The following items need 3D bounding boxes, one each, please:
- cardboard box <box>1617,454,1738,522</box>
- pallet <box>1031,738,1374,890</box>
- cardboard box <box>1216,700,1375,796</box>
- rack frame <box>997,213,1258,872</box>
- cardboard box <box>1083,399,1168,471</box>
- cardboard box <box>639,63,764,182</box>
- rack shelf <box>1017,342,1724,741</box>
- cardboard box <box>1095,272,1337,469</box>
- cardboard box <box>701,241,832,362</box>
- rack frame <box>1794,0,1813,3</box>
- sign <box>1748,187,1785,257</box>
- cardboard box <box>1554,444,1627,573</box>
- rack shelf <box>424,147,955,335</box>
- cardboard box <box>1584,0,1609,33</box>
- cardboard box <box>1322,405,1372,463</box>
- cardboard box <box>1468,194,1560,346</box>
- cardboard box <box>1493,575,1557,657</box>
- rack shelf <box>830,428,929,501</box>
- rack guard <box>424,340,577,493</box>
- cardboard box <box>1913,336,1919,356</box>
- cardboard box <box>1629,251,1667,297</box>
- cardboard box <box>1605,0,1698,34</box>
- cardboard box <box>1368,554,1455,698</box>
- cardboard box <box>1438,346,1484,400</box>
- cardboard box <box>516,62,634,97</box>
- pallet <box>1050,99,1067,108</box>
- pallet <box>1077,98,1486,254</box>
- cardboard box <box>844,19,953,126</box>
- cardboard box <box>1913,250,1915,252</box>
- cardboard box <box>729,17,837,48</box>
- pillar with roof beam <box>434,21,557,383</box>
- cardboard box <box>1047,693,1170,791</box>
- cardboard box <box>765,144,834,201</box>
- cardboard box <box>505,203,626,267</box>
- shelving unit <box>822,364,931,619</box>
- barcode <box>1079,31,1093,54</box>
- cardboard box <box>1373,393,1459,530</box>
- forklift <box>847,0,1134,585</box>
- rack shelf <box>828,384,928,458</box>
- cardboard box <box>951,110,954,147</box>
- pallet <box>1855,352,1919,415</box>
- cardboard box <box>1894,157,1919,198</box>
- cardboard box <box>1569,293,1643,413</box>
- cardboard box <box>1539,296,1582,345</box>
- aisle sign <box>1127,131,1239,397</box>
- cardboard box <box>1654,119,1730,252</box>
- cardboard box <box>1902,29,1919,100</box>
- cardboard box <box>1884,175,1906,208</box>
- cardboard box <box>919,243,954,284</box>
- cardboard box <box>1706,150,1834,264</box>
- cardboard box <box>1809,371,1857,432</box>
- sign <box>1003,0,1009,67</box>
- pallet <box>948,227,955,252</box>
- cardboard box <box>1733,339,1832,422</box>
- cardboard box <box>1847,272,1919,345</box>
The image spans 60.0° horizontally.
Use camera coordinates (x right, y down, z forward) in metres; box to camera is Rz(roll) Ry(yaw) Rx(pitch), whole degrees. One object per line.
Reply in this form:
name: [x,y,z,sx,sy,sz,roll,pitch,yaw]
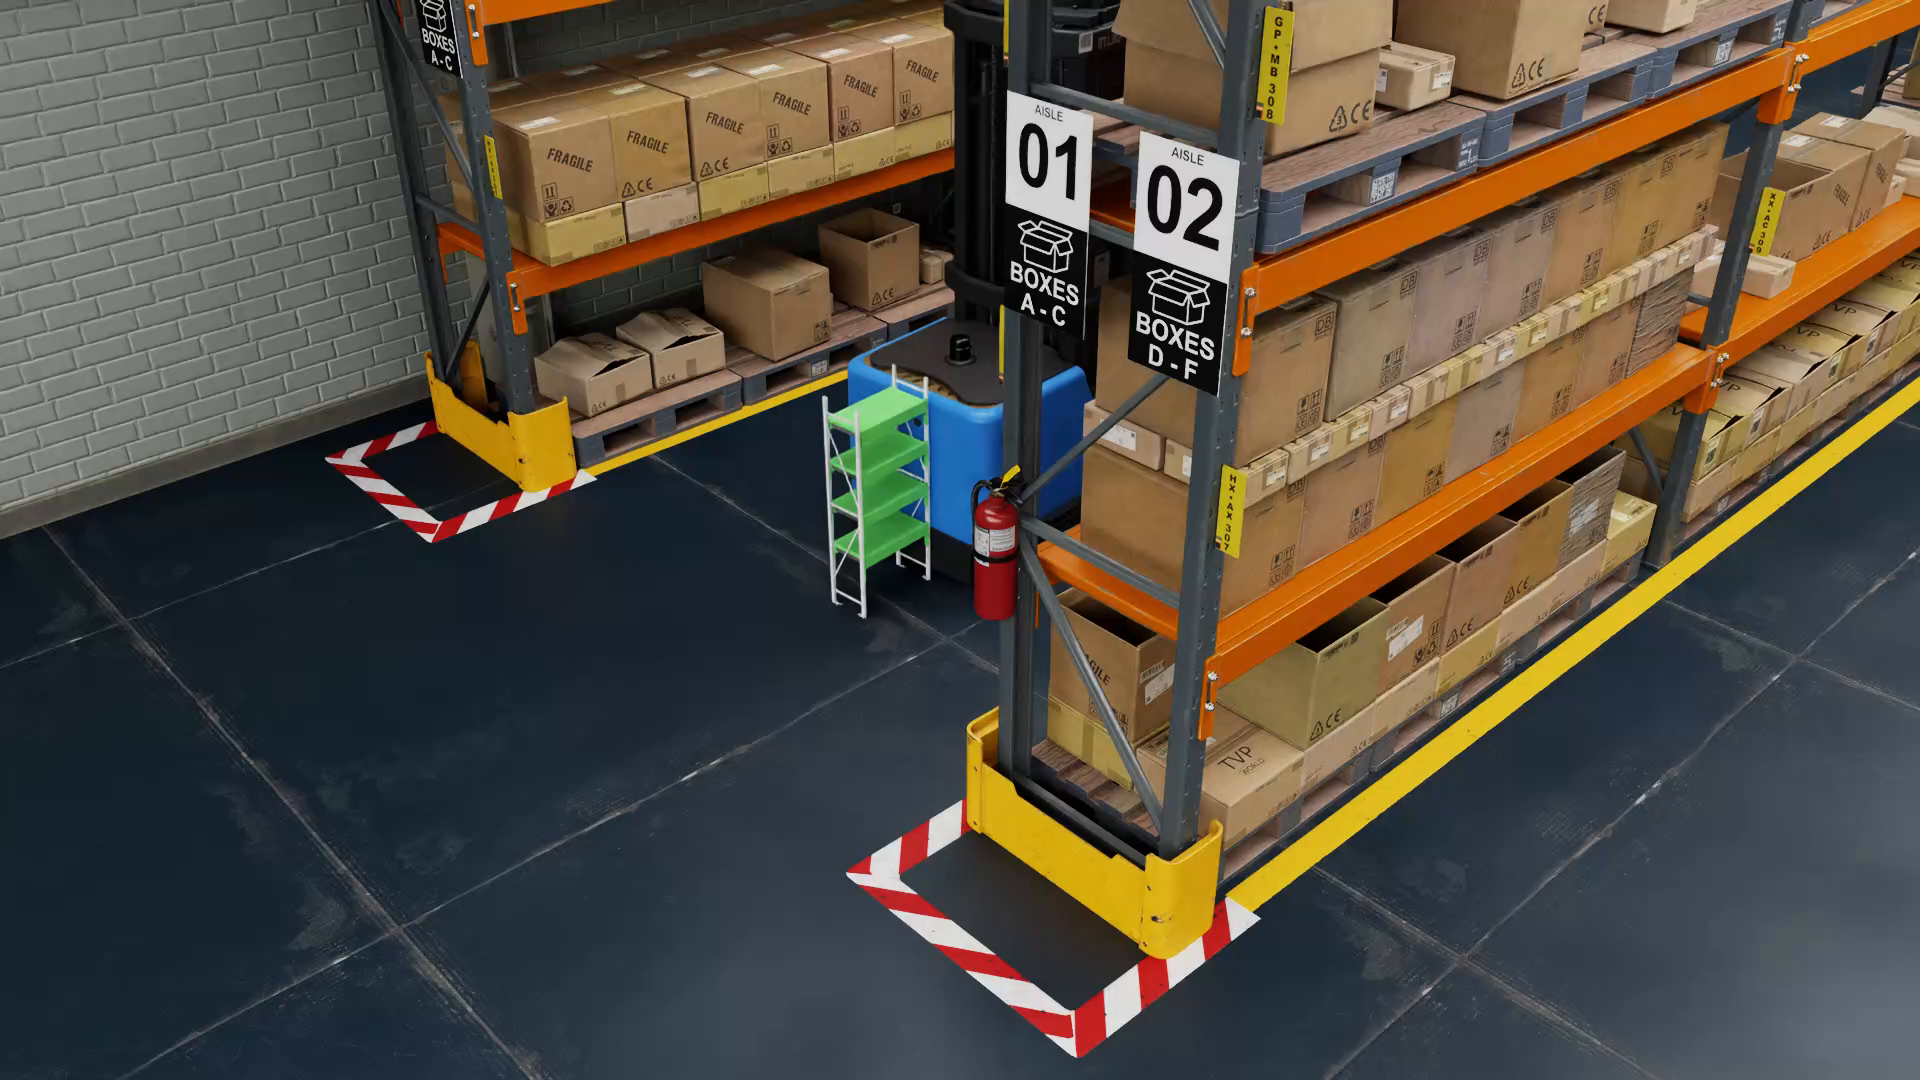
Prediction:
cardboard box: [3.940,-0.380,9.229,0.500,0.250,0.500,-27,40,-37]
pallet: [1.075,0.996,7.419,1.213,0.211,1.003,-26,40,-35]
cardboard box: [1.451,0.804,7.294,0.500,0.250,0.500,-26,40,-35]
rack frame: [0.543,0.094,6.222,0.127,3.000,1.000,-26,40,-35]
cardboard box: [0.693,-0.434,6.367,0.250,0.149,0.380,-27,40,-36]
cardboard box: [-1.521,-2.471,9.822,0.500,0.500,0.500,-27,41,-37]
rack shelf: [2.009,-0.309,7.570,4.000,0.370,1.077,-26,40,-35]
cardboard box: [0.933,-0.682,6.151,0.500,0.500,0.700,-26,40,-35]
cardboard box: [-1.270,-1.576,10.926,0.700,0.500,0.500,26,40,36]
rack frame: [3.476,-3.885,6.977,0.127,3.000,1.000,-26,40,-35]
sign: [3.854,-1.517,7.949,0.005,0.325,0.100,-26,40,-35]
cardboard box: [2.910,-0.230,8.266,0.500,0.500,0.500,-26,40,-35]
rack shelf: [-1.361,-2.203,10.666,4.000,0.370,1.077,-26,40,-35]
cardboard box: [2.183,-2.352,6.710,0.637,0.503,0.797,-21,37,-30]
cardboard box: [1.353,-0.465,6.418,0.250,0.149,0.380,-26,40,-35]
cardboard box: [2.051,-1.228,7.043,0.500,0.500,0.700,-26,40,-35]
cardboard box: [2.555,0.273,8.161,0.500,0.250,0.500,-26,40,-35]
rack shelf: [-0.414,-0.392,8.403,0.258,0.148,0.480,25,39,35]
rack guard: [-2.772,-0.761,10.015,0.348,0.500,1.175,-26,40,-35]
cardboard box: [6.189,-1.470,11.012,0.500,0.250,0.500,-25,39,-34]
cardboard box: [3.049,-1.285,7.759,0.250,0.149,0.380,-27,41,-37]
cardboard box: [2.777,-2.204,6.808,0.250,0.149,0.380,-26,40,-35]
cardboard box: [1.811,0.302,7.395,0.500,0.500,0.500,-26,40,-35]
cardboard box: [1.920,-0.740,6.868,0.250,0.149,0.380,-26,40,-36]
cardboard box: [-2.251,-2.488,9.849,0.500,0.500,0.500,-25,39,-35]
pallet: [0.764,-3.353,12.041,1.213,0.211,1.003,-26,40,-35]
pallet: [1.079,-1.389,5.856,1.213,0.211,1.003,-26,40,-35]
cardboard box: [-0.393,-3.018,10.716,0.500,0.500,0.500,-26,40,-36]
cardboard box: [6.935,-2.287,12.089,0.500,0.500,0.500,-24,39,-34]
cardboard box: [-1.133,-3.040,10.752,0.500,0.500,0.500,-25,39,-34]
pillar with roof beam: [0.024,-3.292,6.008,0.400,9.000,9.100,-26,40,-35]
cardboard box: [0.735,0.784,7.325,0.500,0.250,0.500,-26,40,-35]
cardboard box: [-1.133,-2.343,10.331,0.500,0.250,0.500,-25,40,-35]
cardboard box: [-2.254,-1.796,9.437,0.500,0.250,0.500,-27,41,-37]
shelving unit: [-0.414,-0.242,8.495,0.258,1.200,0.503,25,39,35]
barcode: [0.436,-1.725,5.765,0.075,0.075,0.001,-26,40,-35]
cardboard box: [1.644,-0.472,7.050,0.500,0.500,0.700,-26,40,-35]
forklift: [0.746,-1.685,9.196,1.130,2.935,3.031,25,39,35]
rack shelf: [-0.414,-0.597,8.278,0.258,0.148,0.480,25,39,35]
cardboard box: [-0.036,-2.880,11.208,0.500,0.250,0.500,-26,40,-35]
pallet: [5.779,-1.277,11.137,1.213,0.211,1.003,-26,40,-35]
cardboard box: [5.937,-2.212,10.233,0.250,0.149,0.380,-26,40,-35]
cardboard box: [2.773,-1.019,7.945,0.500,0.500,0.700,-26,40,-36]
cardboard box: [2.490,-1.016,7.319,0.250,0.149,0.380,-25,39,-34]
aisle sign: [0.703,-0.875,5.314,0.004,0.787,0.394,-26,40,-35]
cardboard box: [3.155,-1.762,7.916,0.500,0.500,0.700,-26,40,-35]
cardboard box: [6.794,-3.232,11.162,0.700,0.500,0.500,15,35,23]
cardboard box: [5.512,-2.163,10.153,0.250,0.149,0.380,-23,38,-32]
cardboard box: [-0.267,-1.997,11.934,0.380,0.166,0.250,23,38,33]
cardboard box: [4.436,-1.821,9.257,0.500,0.500,0.500,-23,38,-32]
cardboard box: [5.068,-0.925,10.121,0.500,0.250,0.500,-25,39,-35]
sign: [0.184,-1.743,5.576,0.005,0.325,0.100,-26,40,-35]
pallet: [0.675,-2.306,12.819,1.213,0.211,1.003,-26,40,-35]
cardboard box: [4.698,-0.982,9.675,0.500,0.311,0.500,-27,41,-37]
cardboard box: [5.816,-1.523,10.560,0.500,0.311,0.500,-27,40,-36]
